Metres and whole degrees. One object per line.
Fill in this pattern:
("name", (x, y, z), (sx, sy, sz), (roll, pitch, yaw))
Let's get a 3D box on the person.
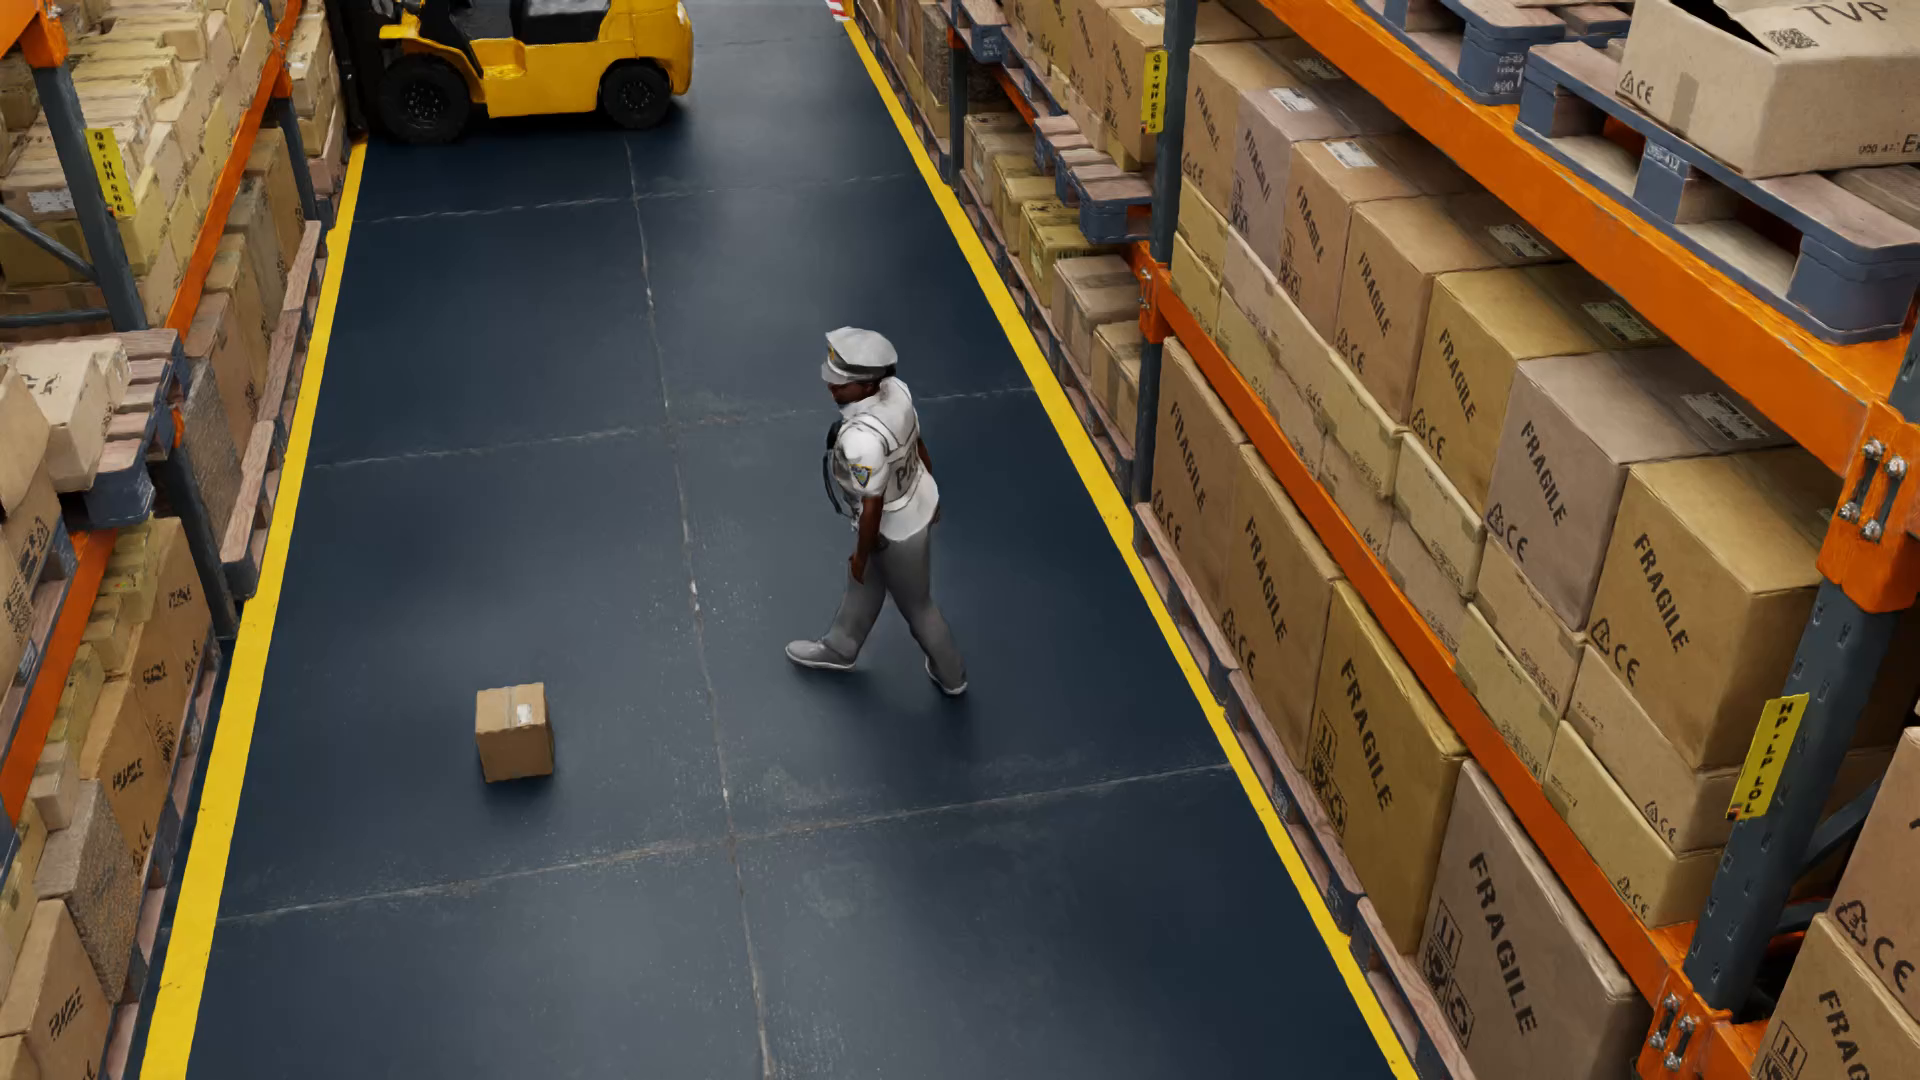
("person", (-0.356, -0.078, 6.260), (0.761, 1.645, 0.532), (8, 35, 12))
